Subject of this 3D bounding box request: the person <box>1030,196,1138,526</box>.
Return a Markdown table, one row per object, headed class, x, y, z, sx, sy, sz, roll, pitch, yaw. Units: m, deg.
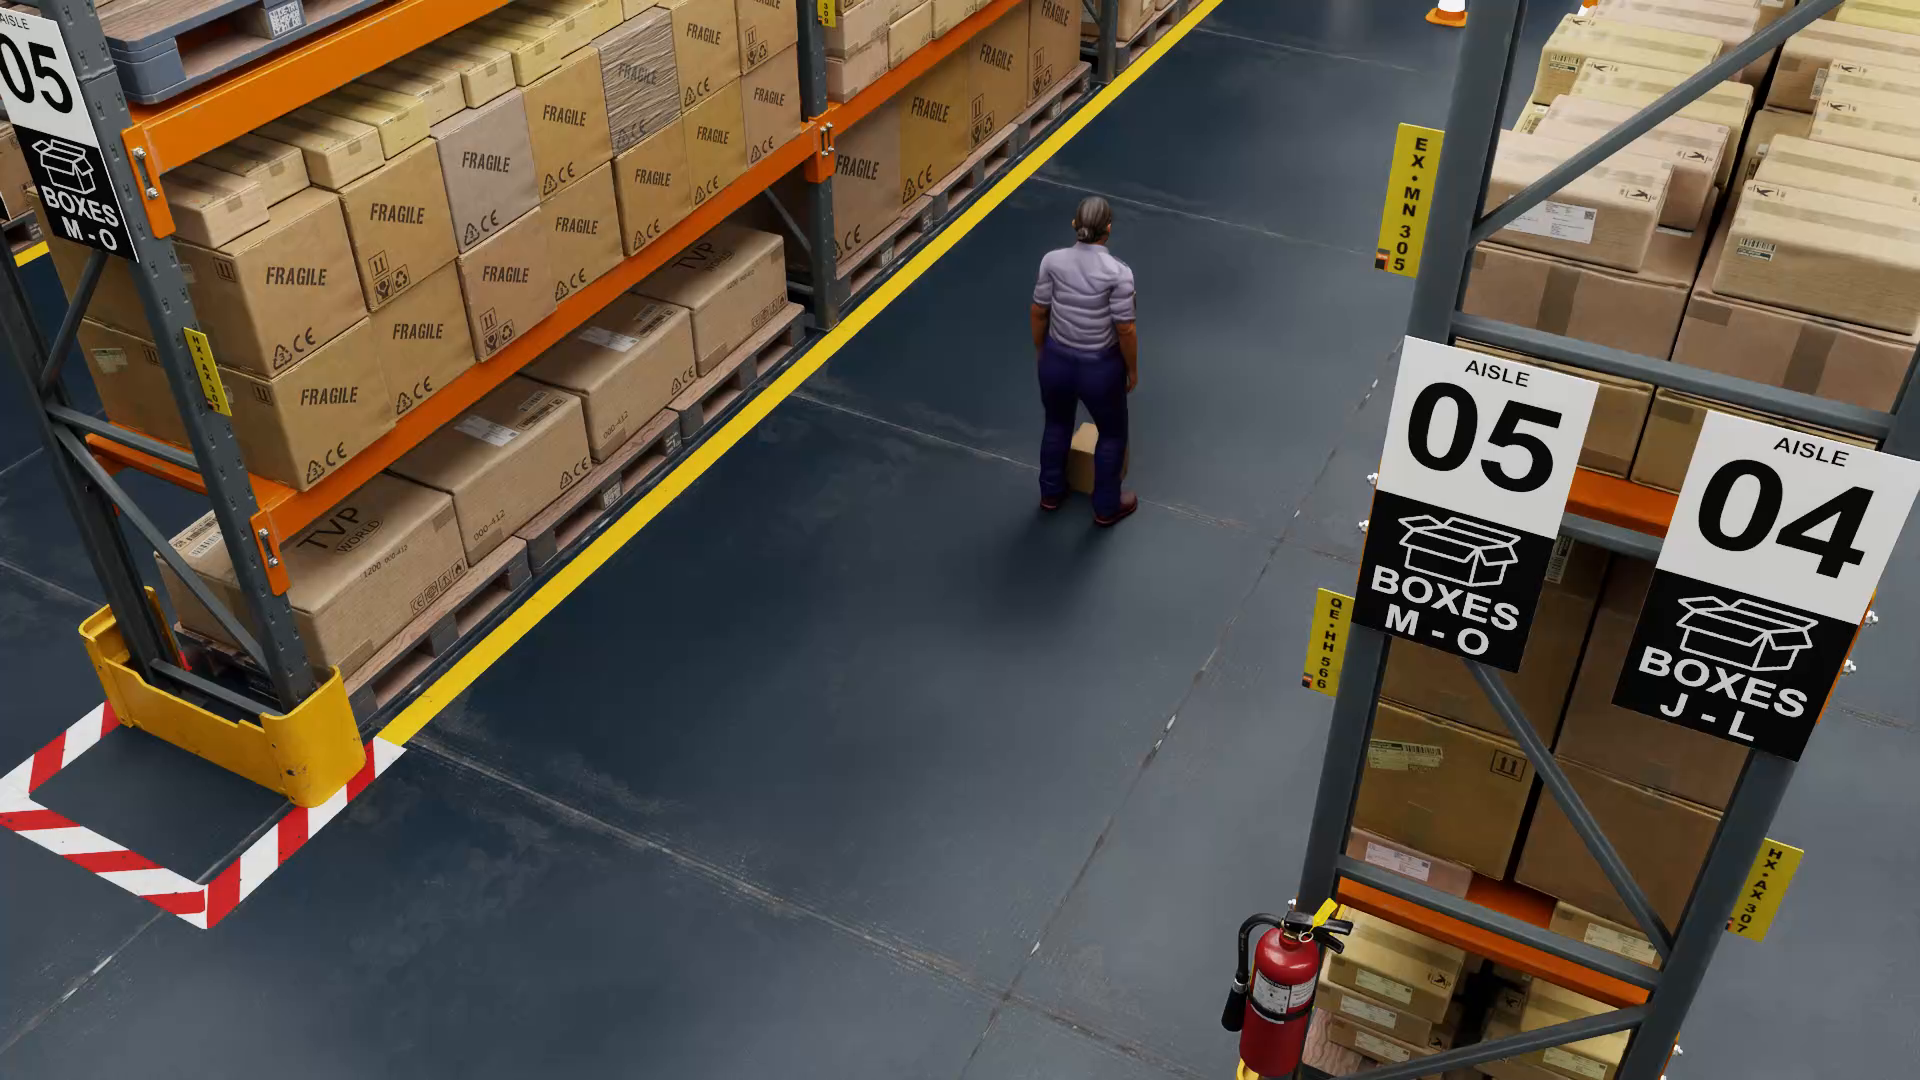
| class | x | y | z | sx | sy | sz | roll | pitch | yaw |
| --- | --- | --- | --- | --- | --- | --- | --- | --- | --- |
| person | 0.592 | -0.813 | 7.800 | 0.543 | 1.637 | 0.375 | 16 | 41 | 20 |
